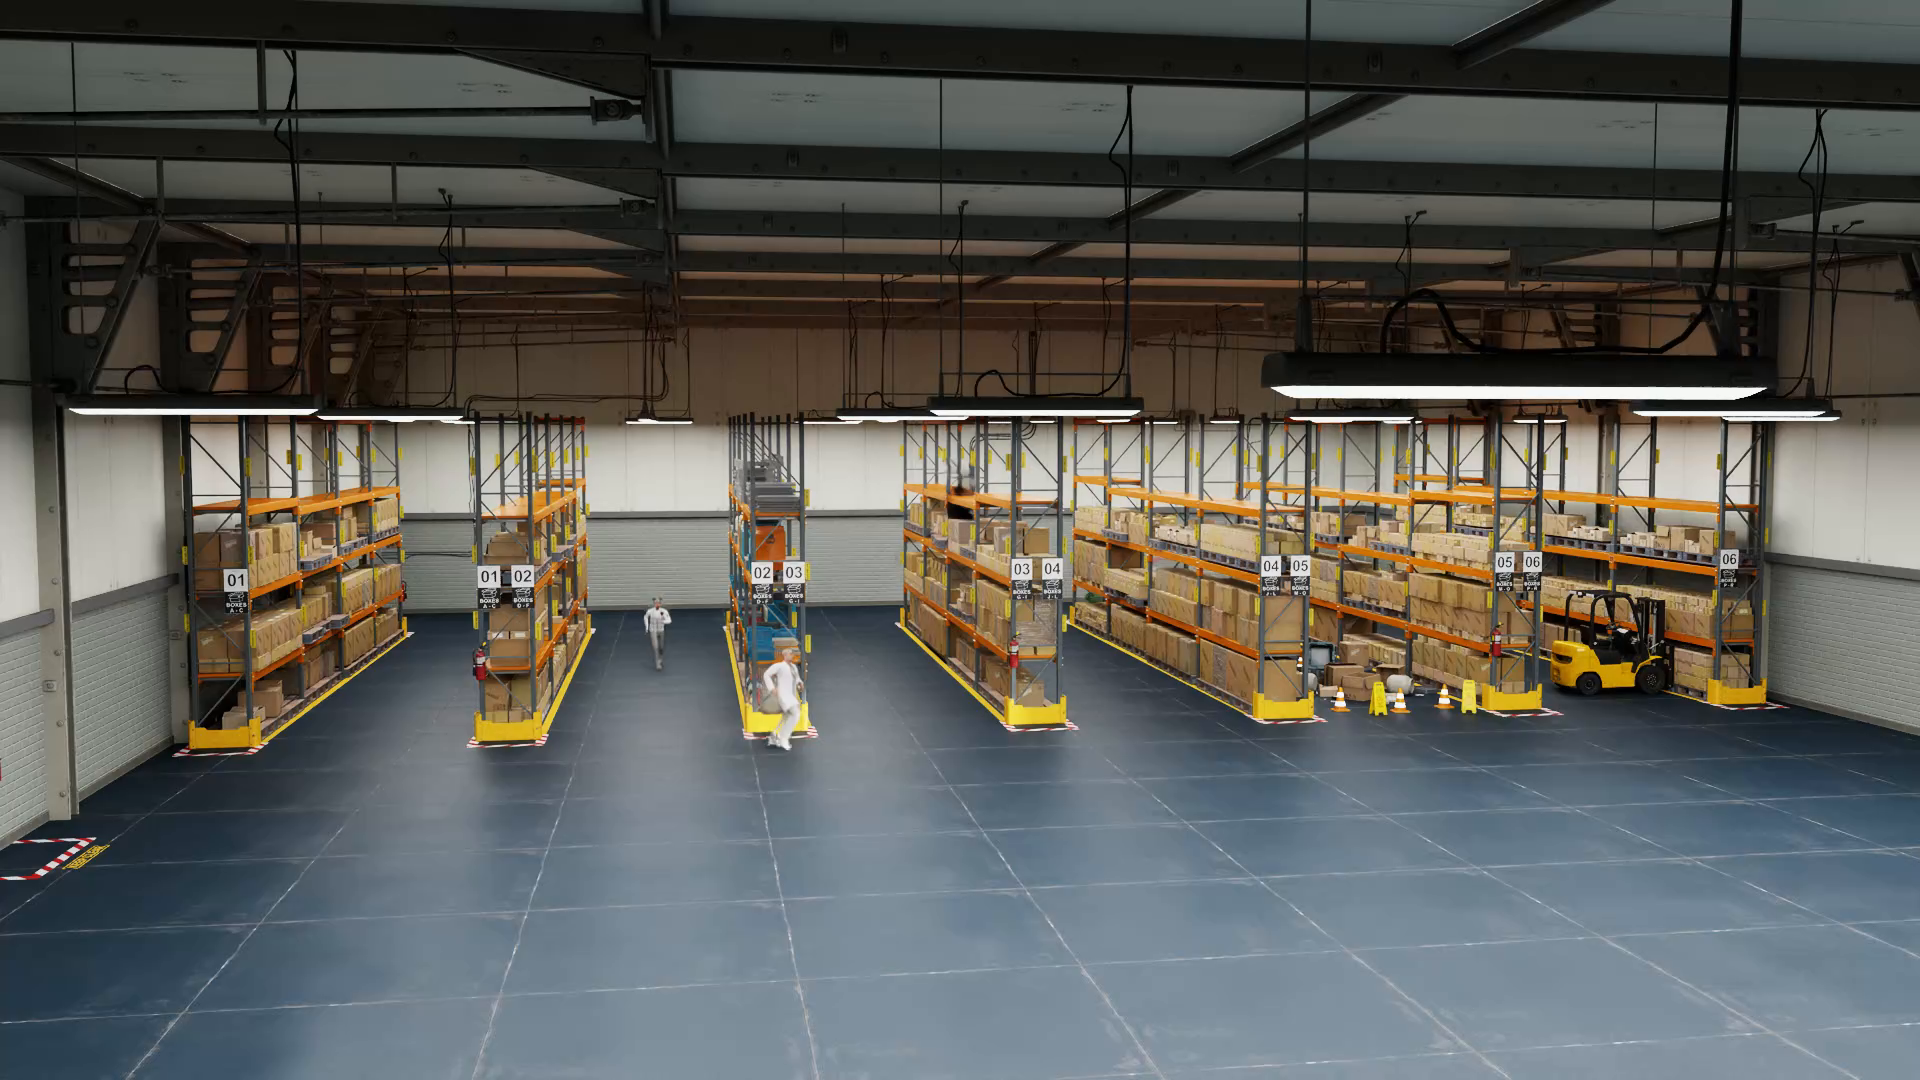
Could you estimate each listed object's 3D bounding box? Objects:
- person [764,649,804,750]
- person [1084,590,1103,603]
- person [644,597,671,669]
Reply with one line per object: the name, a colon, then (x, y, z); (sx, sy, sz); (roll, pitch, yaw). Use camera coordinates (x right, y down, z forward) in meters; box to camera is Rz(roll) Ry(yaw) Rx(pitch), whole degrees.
person: (-3.102, 2.834, 29.730); (0.668, 1.770, 0.714); (1, 4, 20)
person: (4.049, 1.432, 49.889); (0.865, 1.819, 0.647); (-1, 4, -10)
person: (-7.164, 2.176, 39.433); (0.612, 1.678, 0.900); (-1, 4, -14)
